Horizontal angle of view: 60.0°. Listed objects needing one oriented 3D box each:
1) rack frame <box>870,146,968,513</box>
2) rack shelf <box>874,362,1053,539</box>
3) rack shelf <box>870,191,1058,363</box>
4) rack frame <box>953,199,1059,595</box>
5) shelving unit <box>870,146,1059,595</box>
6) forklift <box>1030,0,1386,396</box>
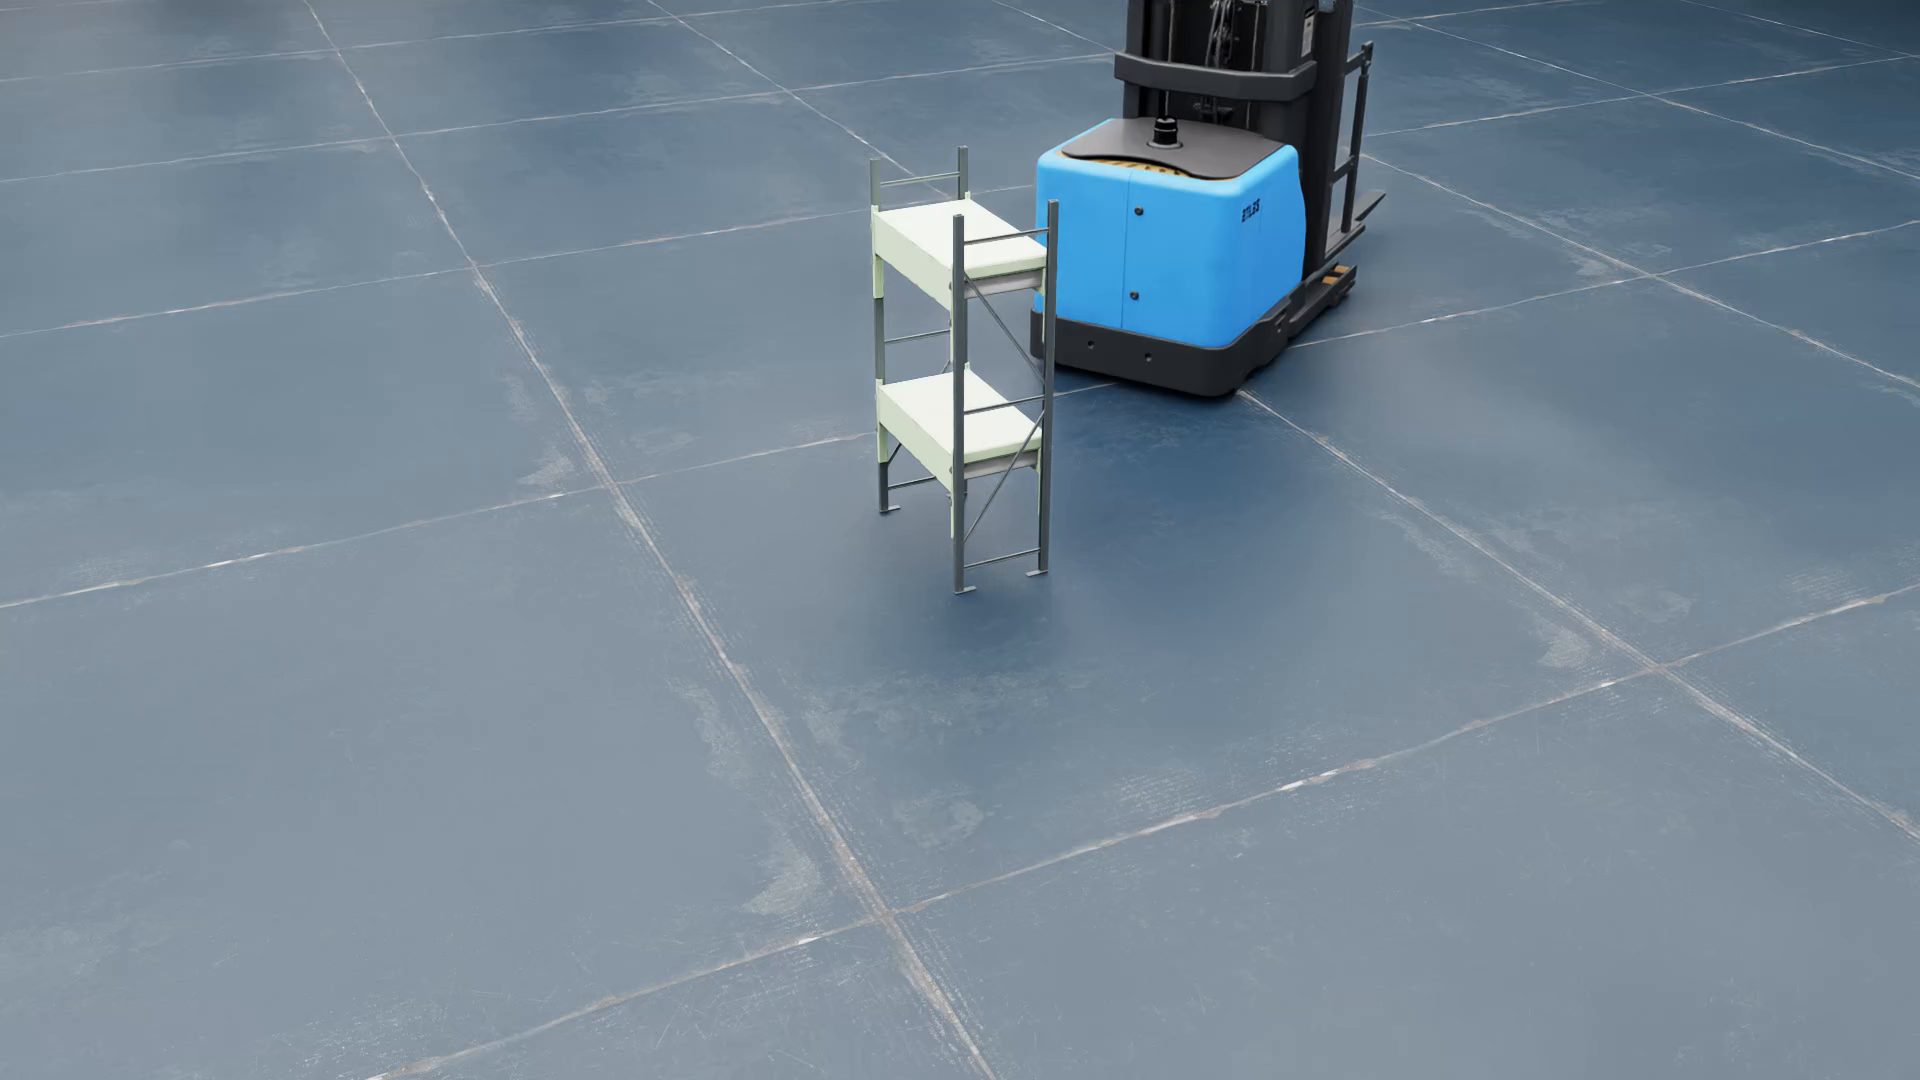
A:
[{"bbox_3d":[-0.154,-0.813,6.666,0.400,1.500,0.023,-13,32,-22],"label":"rack frame"},{"bbox_3d":[0.003,-0.367,6.537,0.431,0.370,0.720,-13,32,-22],"label":"rack shelf"},{"bbox_3d":[0.003,-0.992,6.187,0.431,0.370,0.720,-13,32,-22],"label":"rack shelf"},{"bbox_3d":[0.160,-0.490,6.090,0.400,1.500,0.023,-13,32,-22],"label":"rack frame"},{"bbox_3d":[0.003,-0.651,6.378,0.431,1.500,0.755,-13,32,-22],"label":"shelving unit"},{"bbox_3d":[1.523,-2.639,8.460,1.130,2.935,3.031,16,33,26],"label":"forklift"}]
